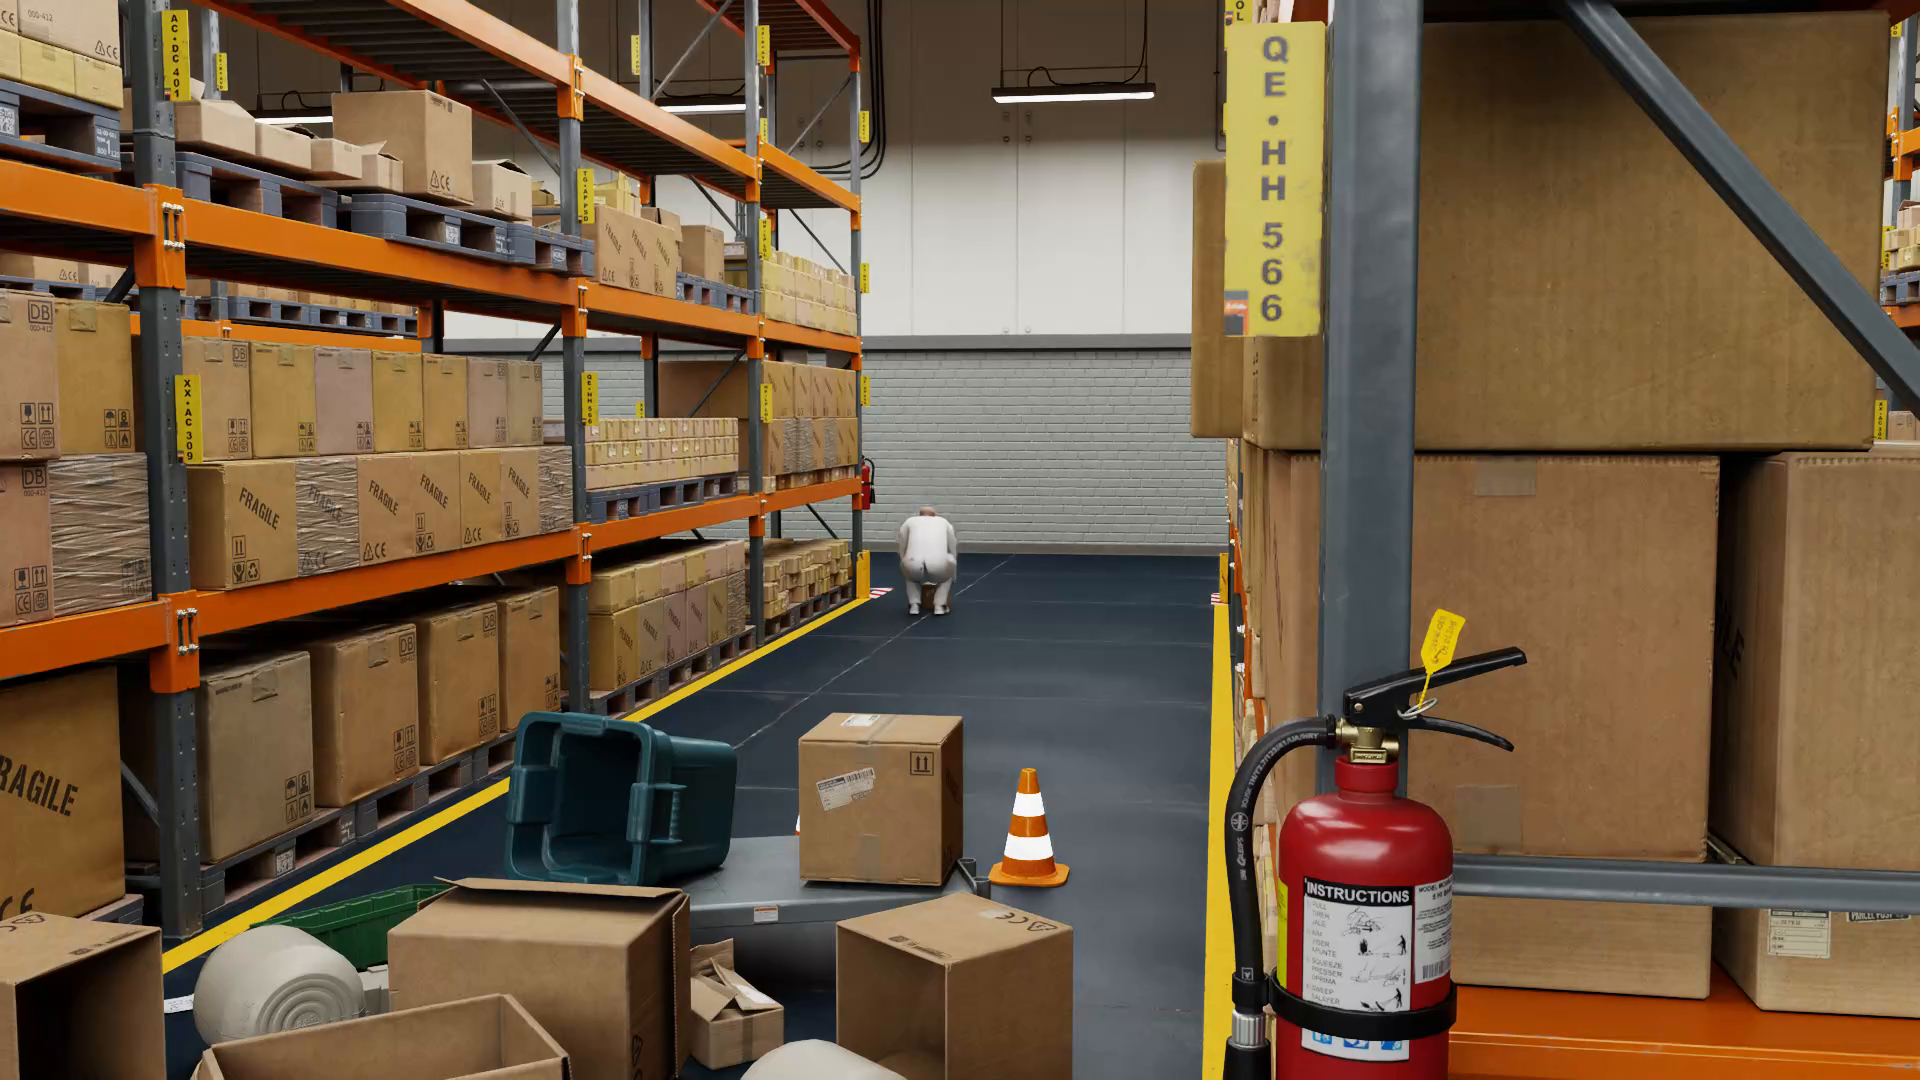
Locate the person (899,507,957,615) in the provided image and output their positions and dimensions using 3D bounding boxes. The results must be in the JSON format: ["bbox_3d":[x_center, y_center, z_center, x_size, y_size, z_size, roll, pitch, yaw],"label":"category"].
[{"bbox_3d":[-0.329,0.205,16.709,0.611,1.047,0.885,1,4,7],"label":"person"}]
